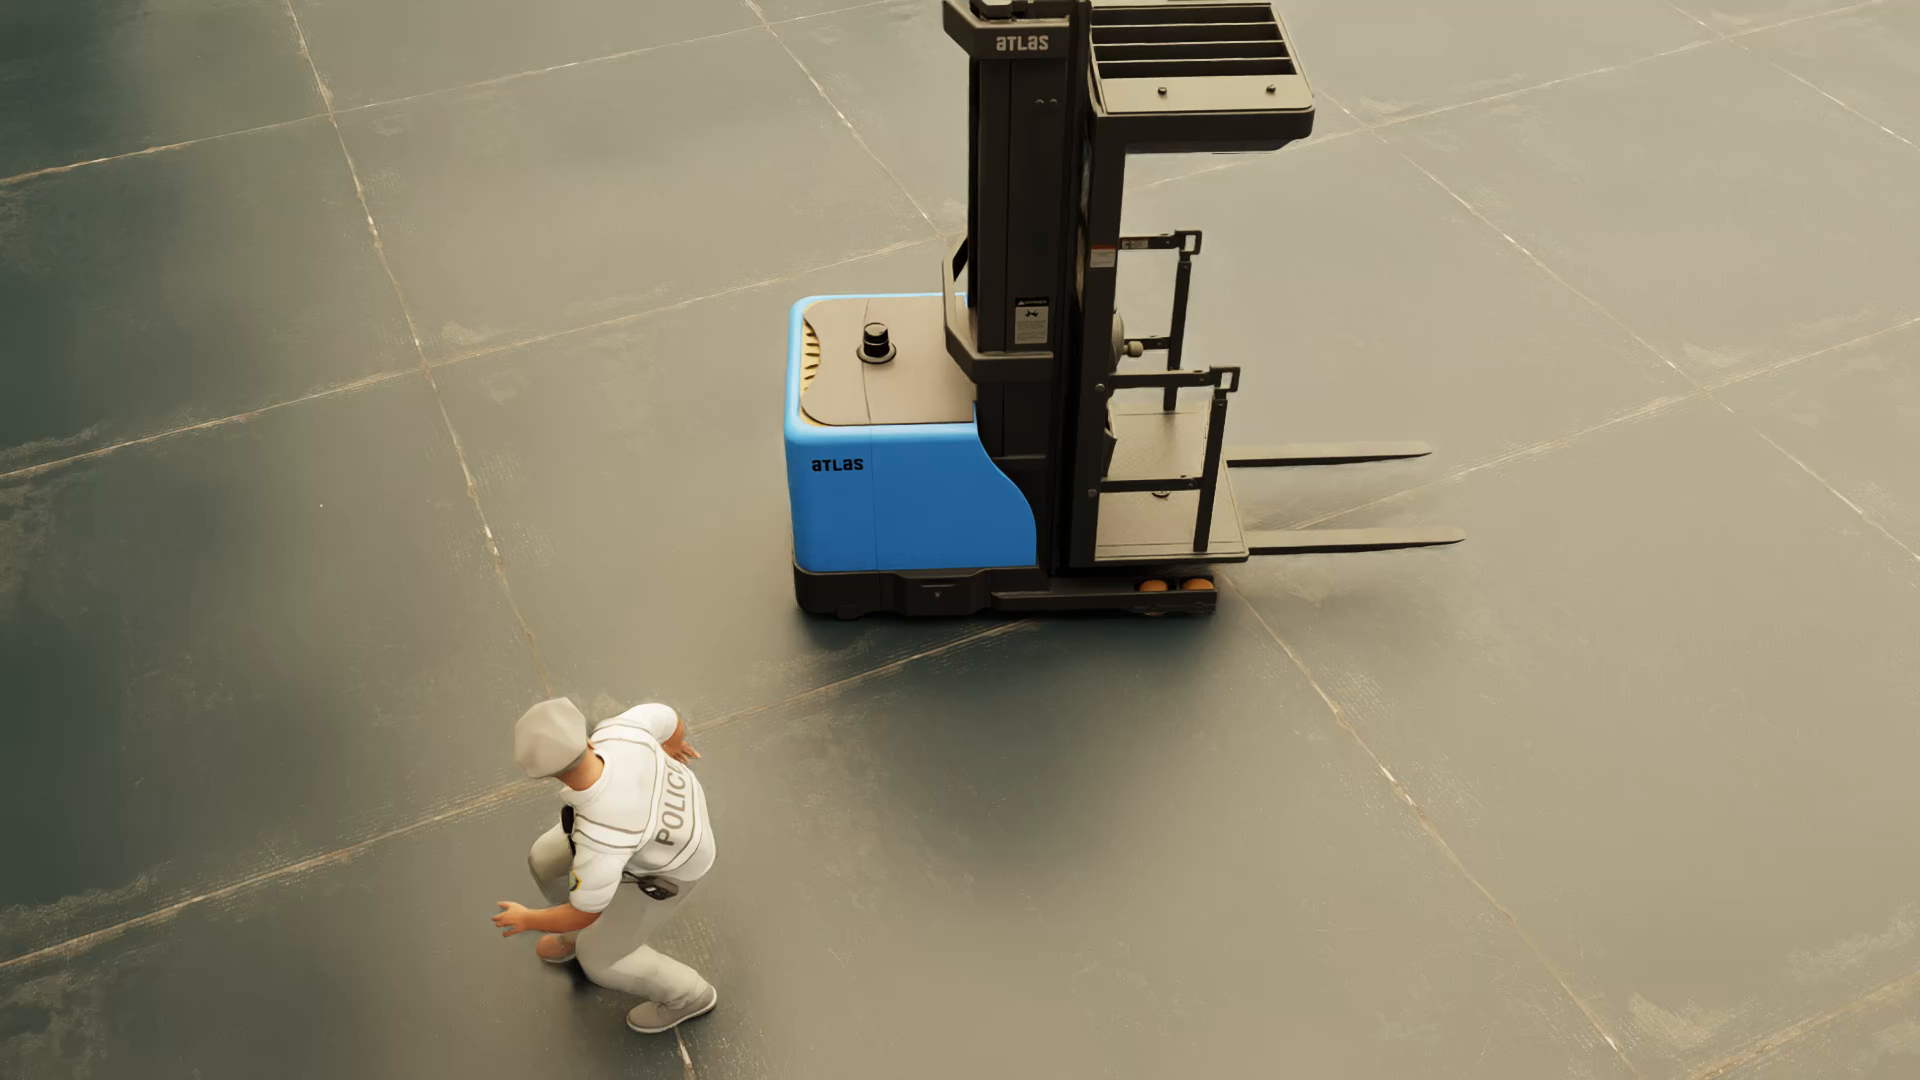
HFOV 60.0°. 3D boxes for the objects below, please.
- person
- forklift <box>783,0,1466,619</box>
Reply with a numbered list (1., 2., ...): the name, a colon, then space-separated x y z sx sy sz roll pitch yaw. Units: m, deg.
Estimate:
1. person: -1.217 1.028 5.612 0.760 1.558 0.774 -8 44 -9
2. forklift: 0.759 -1.095 6.853 3.031 2.935 1.130 -2 43 -2
